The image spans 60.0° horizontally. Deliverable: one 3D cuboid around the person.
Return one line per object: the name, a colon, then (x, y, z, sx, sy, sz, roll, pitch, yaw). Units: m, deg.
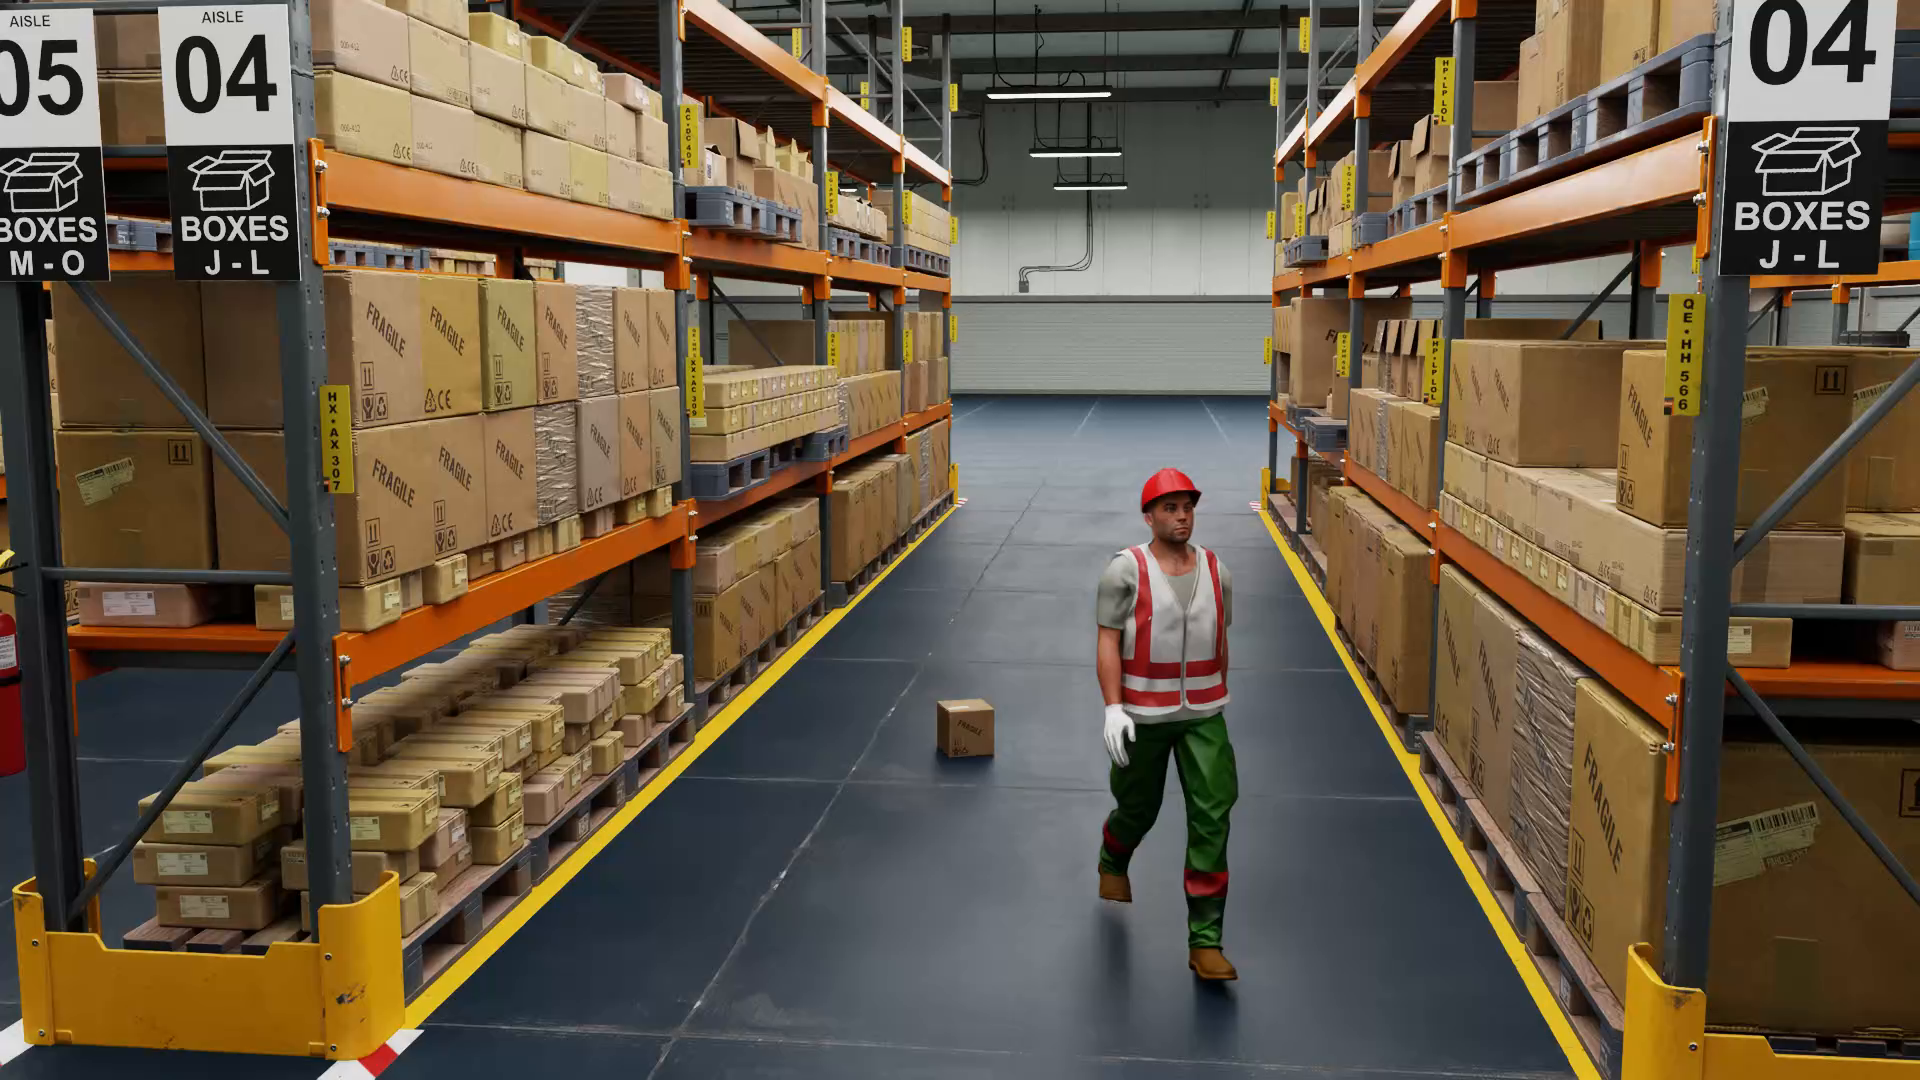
person: (0.742, 0.618, 5.991, 0.534, 1.753, 0.975, -1, 8, -10)
